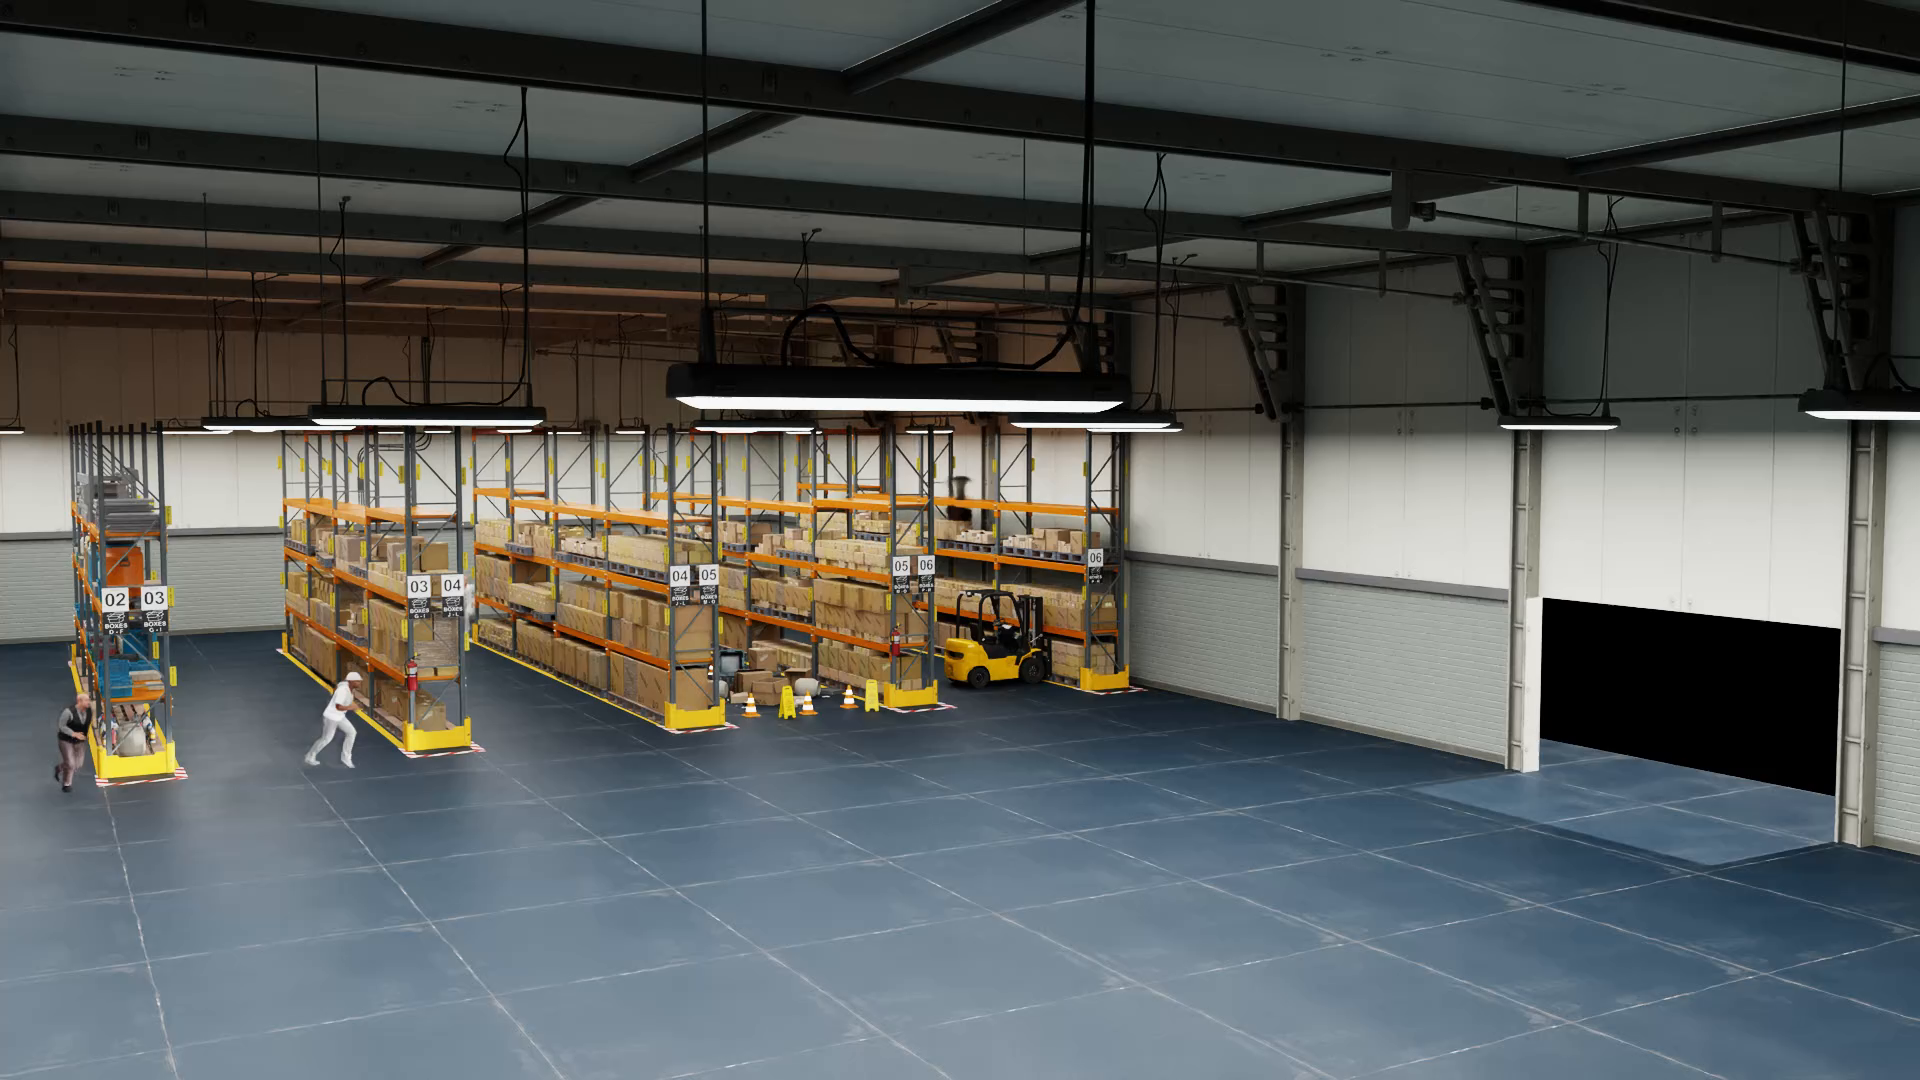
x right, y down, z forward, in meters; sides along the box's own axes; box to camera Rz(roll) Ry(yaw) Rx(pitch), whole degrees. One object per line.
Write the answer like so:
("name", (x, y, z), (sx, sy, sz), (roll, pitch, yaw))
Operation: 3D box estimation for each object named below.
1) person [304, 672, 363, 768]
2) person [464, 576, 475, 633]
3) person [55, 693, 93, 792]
("person", (-10.832, 3.140, 28.795), (1.011, 1.712, 0.744), (-1, 4, -8))
("person", (-14.262, 1.898, 48.027), (0.696, 1.725, 0.771), (0, 4, 1))
("person", (-14.369, 3.265, 26.974), (0.854, 1.609, 0.657), (2, 4, 27))
